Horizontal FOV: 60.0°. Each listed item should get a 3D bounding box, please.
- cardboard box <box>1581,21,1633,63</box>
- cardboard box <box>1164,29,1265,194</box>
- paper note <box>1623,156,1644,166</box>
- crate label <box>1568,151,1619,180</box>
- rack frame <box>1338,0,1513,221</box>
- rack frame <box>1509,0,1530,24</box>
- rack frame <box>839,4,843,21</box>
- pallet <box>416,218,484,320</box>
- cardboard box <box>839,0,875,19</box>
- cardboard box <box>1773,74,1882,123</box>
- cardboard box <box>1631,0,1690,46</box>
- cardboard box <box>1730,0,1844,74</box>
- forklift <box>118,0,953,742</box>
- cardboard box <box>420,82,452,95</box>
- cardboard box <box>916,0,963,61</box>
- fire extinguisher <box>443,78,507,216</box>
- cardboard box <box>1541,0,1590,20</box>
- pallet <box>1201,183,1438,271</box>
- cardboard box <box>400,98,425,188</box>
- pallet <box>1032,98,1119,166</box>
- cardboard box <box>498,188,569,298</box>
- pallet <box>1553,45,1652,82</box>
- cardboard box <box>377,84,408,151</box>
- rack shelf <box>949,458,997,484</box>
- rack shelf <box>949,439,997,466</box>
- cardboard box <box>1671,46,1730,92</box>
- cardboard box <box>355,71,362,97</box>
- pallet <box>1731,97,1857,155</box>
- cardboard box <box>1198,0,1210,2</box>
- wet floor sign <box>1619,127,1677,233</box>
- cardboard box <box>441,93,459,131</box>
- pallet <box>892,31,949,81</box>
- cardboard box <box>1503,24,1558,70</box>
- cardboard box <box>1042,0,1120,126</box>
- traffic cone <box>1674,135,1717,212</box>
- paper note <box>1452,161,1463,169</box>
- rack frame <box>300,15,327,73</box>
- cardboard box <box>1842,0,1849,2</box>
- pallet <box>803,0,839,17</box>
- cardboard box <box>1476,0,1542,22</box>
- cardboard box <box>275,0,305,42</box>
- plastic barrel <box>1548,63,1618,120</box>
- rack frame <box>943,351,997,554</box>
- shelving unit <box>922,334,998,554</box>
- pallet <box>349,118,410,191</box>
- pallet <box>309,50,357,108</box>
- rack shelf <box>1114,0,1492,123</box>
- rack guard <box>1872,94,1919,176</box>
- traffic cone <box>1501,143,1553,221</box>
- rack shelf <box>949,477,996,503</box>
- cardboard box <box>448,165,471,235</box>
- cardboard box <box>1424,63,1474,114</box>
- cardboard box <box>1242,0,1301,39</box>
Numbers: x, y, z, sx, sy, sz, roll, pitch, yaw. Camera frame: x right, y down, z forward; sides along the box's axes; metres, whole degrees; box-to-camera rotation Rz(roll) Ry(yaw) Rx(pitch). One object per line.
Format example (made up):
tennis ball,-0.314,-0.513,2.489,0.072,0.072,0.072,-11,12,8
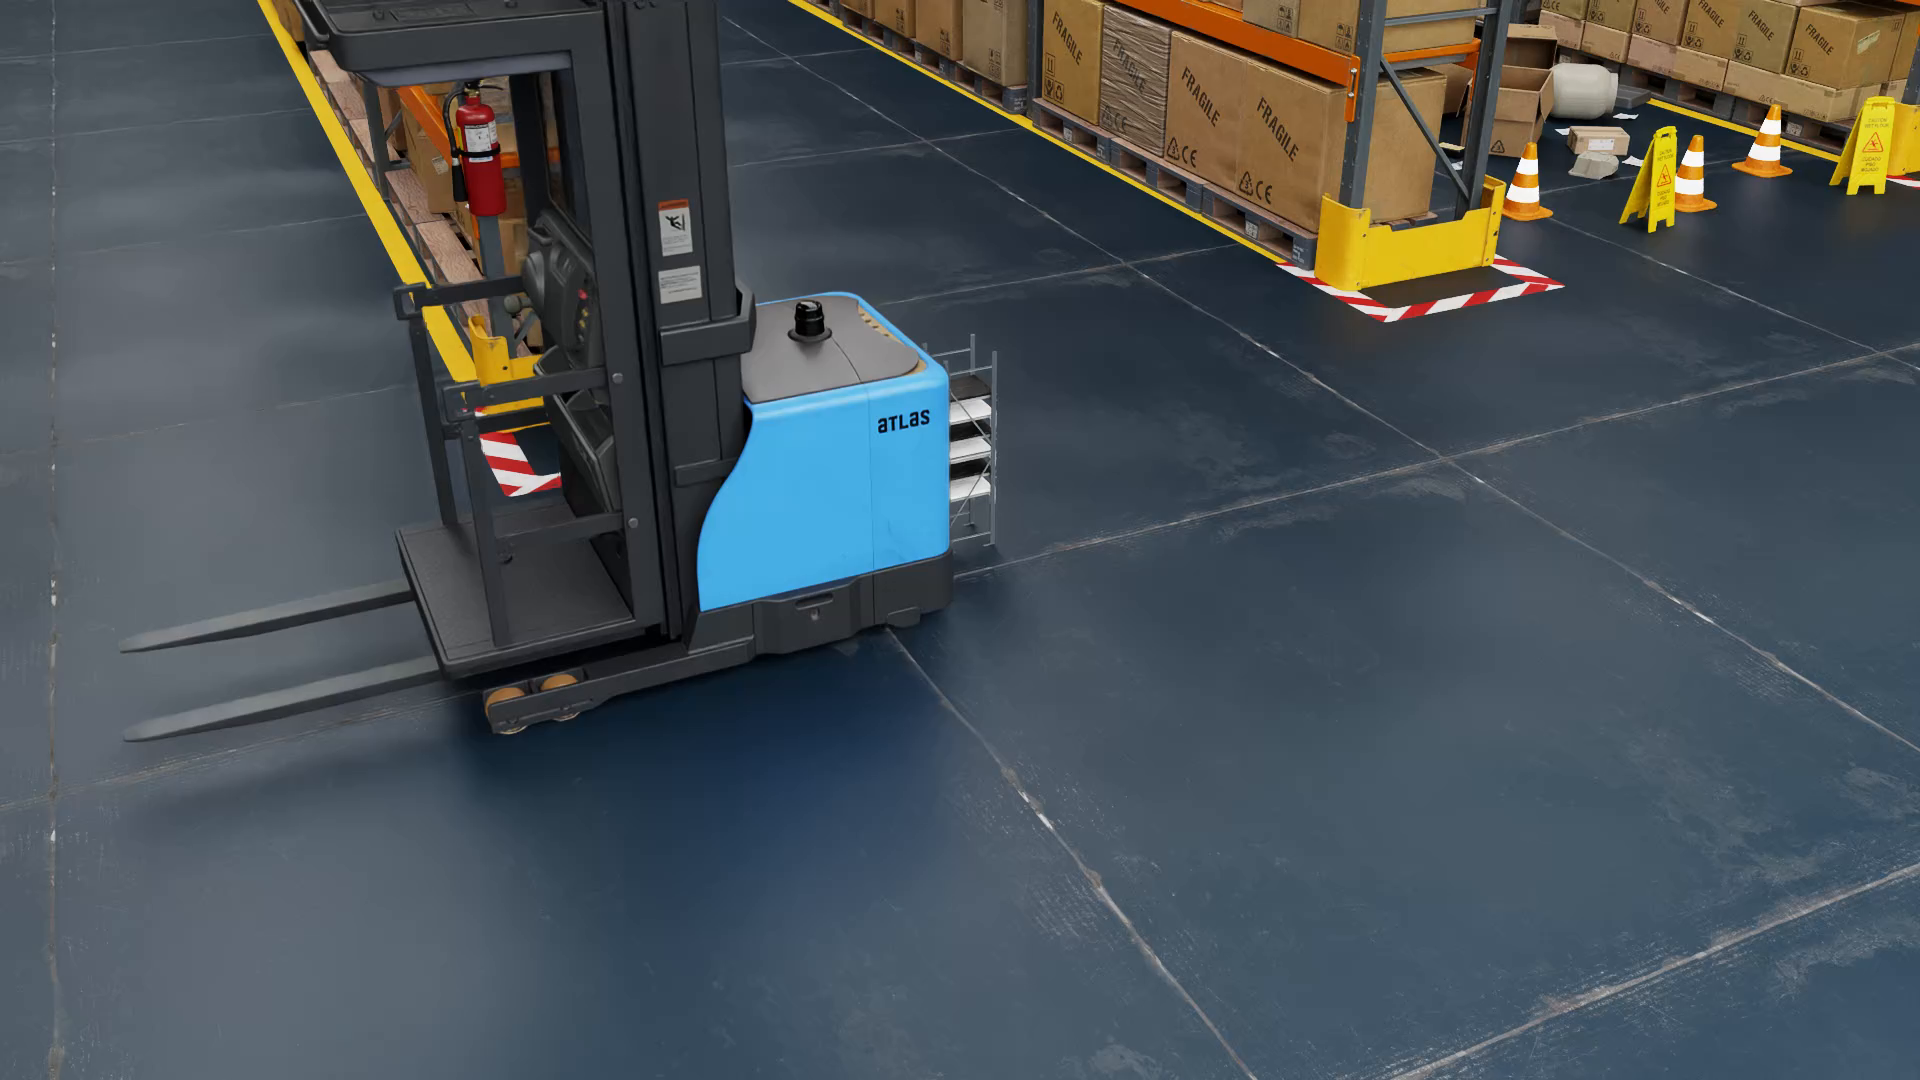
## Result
cardboard box,5.680,-4.269,14.178,0.500,0.250,0.500,-11,31,-19
cardboard box,1.991,-2.915,11.125,0.875,0.875,0.875,-14,32,-23
paper note,4.945,-2.773,12.165,0.142,0.019,0.148,26,38,38
crate label,4.549,-2.690,11.908,0.298,0.136,0.250,19,34,30
rack frame,2.721,-2.985,9.506,1.000,3.000,0.127,-13,32,-22
rack frame,5.432,-5.836,14.590,1.000,3.000,0.127,-13,32,-22
rack frame,-0.713,-6.519,15.808,1.000,3.000,0.127,-13,32,-22
pallet,-2.671,-1.710,10.083,1.003,0.211,1.213,-13,32,-22
cardboard box,-0.533,-5.433,15.742,1.050,0.750,0.750,-14,32,-23
cardboard box,6.548,-3.364,12.564,0.500,0.250,0.500,-13,32,-22
cardboard box,5.902,-4.366,13.584,0.500,0.500,0.500,-11,31,-19
cardboard box,6.342,-3.909,12.769,0.500,0.500,0.500,-12,31,-20
forklift,-1.585,-0.873,5.809,3.031,2.935,1.130,-13,32,-22
cardboard box,-2.336,-2.606,8.424,0.875,0.500,0.500,-13,32,-22
cardboard box,0.246,-4.636,14.321,1.050,0.750,0.750,-13,32,-22
fire extinguisher,-2.169,-1.807,7.485,0.296,0.674,0.183,-13,32,-22
cardboard box,5.441,-4.829,14.411,0.500,0.500,0.500,-12,31,-20
pallet,2.308,-2.105,10.789,1.003,0.211,1.213,-13,32,-22
cardboard box,-3.383,-2.663,11.058,0.500,0.500,0.500,-14,32,-23
pallet,1.260,-3.183,12.711,1.003,0.211,1.213,-13,32,-22
cardboard box,-2.342,-1.617,9.193,0.500,0.500,0.500,-5,30,-9
pallet,5.752,-4.330,14.756,1.003,0.211,1.213,-13,32,-22
cardboard box,-3.763,-3.132,11.875,0.700,0.500,0.500,-16,33,-26
rack shelf,-0.003,-0.289,7.097,0.258,0.077,0.200,-13,32,-22
rack shelf,-0.003,-0.367,7.053,0.258,0.077,0.200,-13,32,-22
cardboard box,6.114,-3.814,13.366,0.500,0.250,0.500,-14,32,-24
cardboard box,-4.431,-3.840,13.138,0.700,0.500,0.500,-10,31,-18
pallet,6.799,-3.252,12.834,1.003,0.211,1.213,-13,32,-22
cardboard box,1.874,-3.942,11.060,0.875,0.550,0.500,-13,32,-22
wet floor sign,4.522,-2.361,10.800,0.267,0.644,0.232,-19,35,-30
cardboard box,-2.371,-2.171,8.312,0.380,0.149,0.250,-13,32,-22
pallet,0.077,-4.400,14.881,1.003,0.211,1.213,-13,32,-22
cardboard box,4.663,-3.987,13.847,0.500,0.500,0.500,7,30,13
cardboard box,1.211,-3.716,12.552,0.875,0.875,0.875,-13,32,-21
traffic cone,4.943,-2.498,11.232,0.336,0.463,0.334,-13,32,-22
paper note,3.600,-2.720,12.071,0.144,0.017,0.142,-3,29,-5
rack frame,-5.236,-5.522,14.030,1.000,3.000,0.127,-13,32,-22
cardboard box,6.813,-4.035,12.993,0.500,0.500,0.500,-14,32,-24
pallet,-1.047,-5.648,17.106,1.003,0.211,1.213,-13,32,-22
cardboard box,5.204,-5.104,15.542,0.950,0.372,0.625,-13,32,-21
cardboard box,-5.513,-5.087,14.999,1.225,0.875,0.875,-15,32,-24
plastic barrel,4.895,-3.540,13.129,0.512,0.421,0.421,7,30,13
rack frame,0.040,-0.351,6.956,0.240,0.900,0.006,-13,32,-22
shelving unit,-0.003,-0.396,7.036,0.258,0.900,0.210,-13,32,-22
pallet,-3.854,-2.882,12.174,1.003,0.211,1.213,-13,32,-22
pallet,-4.902,-3.960,14.096,1.003,0.211,1.213,-13,32,-22
rack shelf,1.863,-3.554,11.257,1.077,0.370,4.000,-13,32,-22
rack guard,7.116,-3.012,12.110,1.175,0.500,0.348,-13,32,-22
traffic cone,3.776,-2.411,11.076,0.336,0.463,0.334,-13,32,-22
rack shelf,-0.003,-0.210,7.141,0.258,0.077,0.200,-13,32,-22
cardboard box,-2.793,-2.154,10.150,0.500,0.500,0.500,-16,33,-26
cardboard box,3.699,-3.695,13.186,0.797,0.637,0.503,-13,32,-22
cardboard box,2.265,-3.443,10.170,0.875,0.550,0.550,-13,32,-22
